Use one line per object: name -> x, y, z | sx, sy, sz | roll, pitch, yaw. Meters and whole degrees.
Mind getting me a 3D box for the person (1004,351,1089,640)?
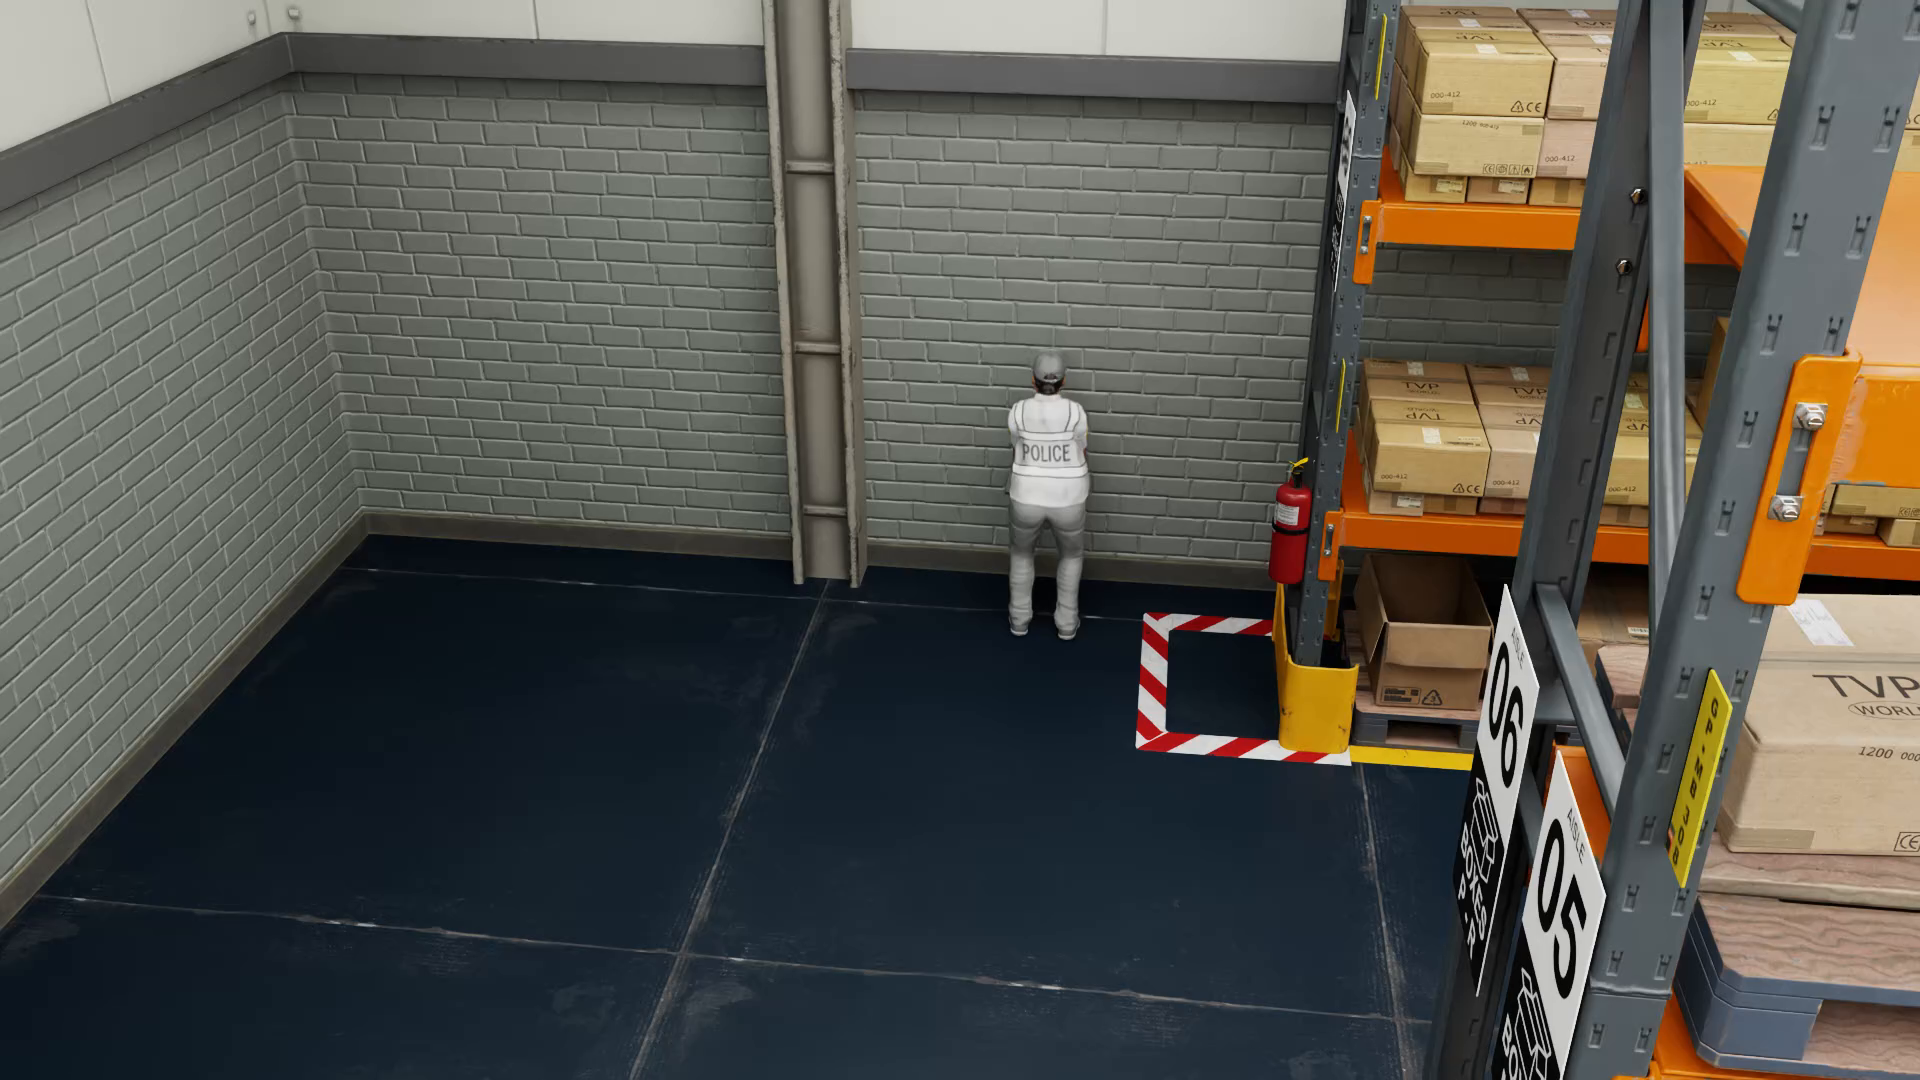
person -> 0.480, -0.249, 9.100 | 0.445, 1.655, 0.565 | 3, 29, 5
